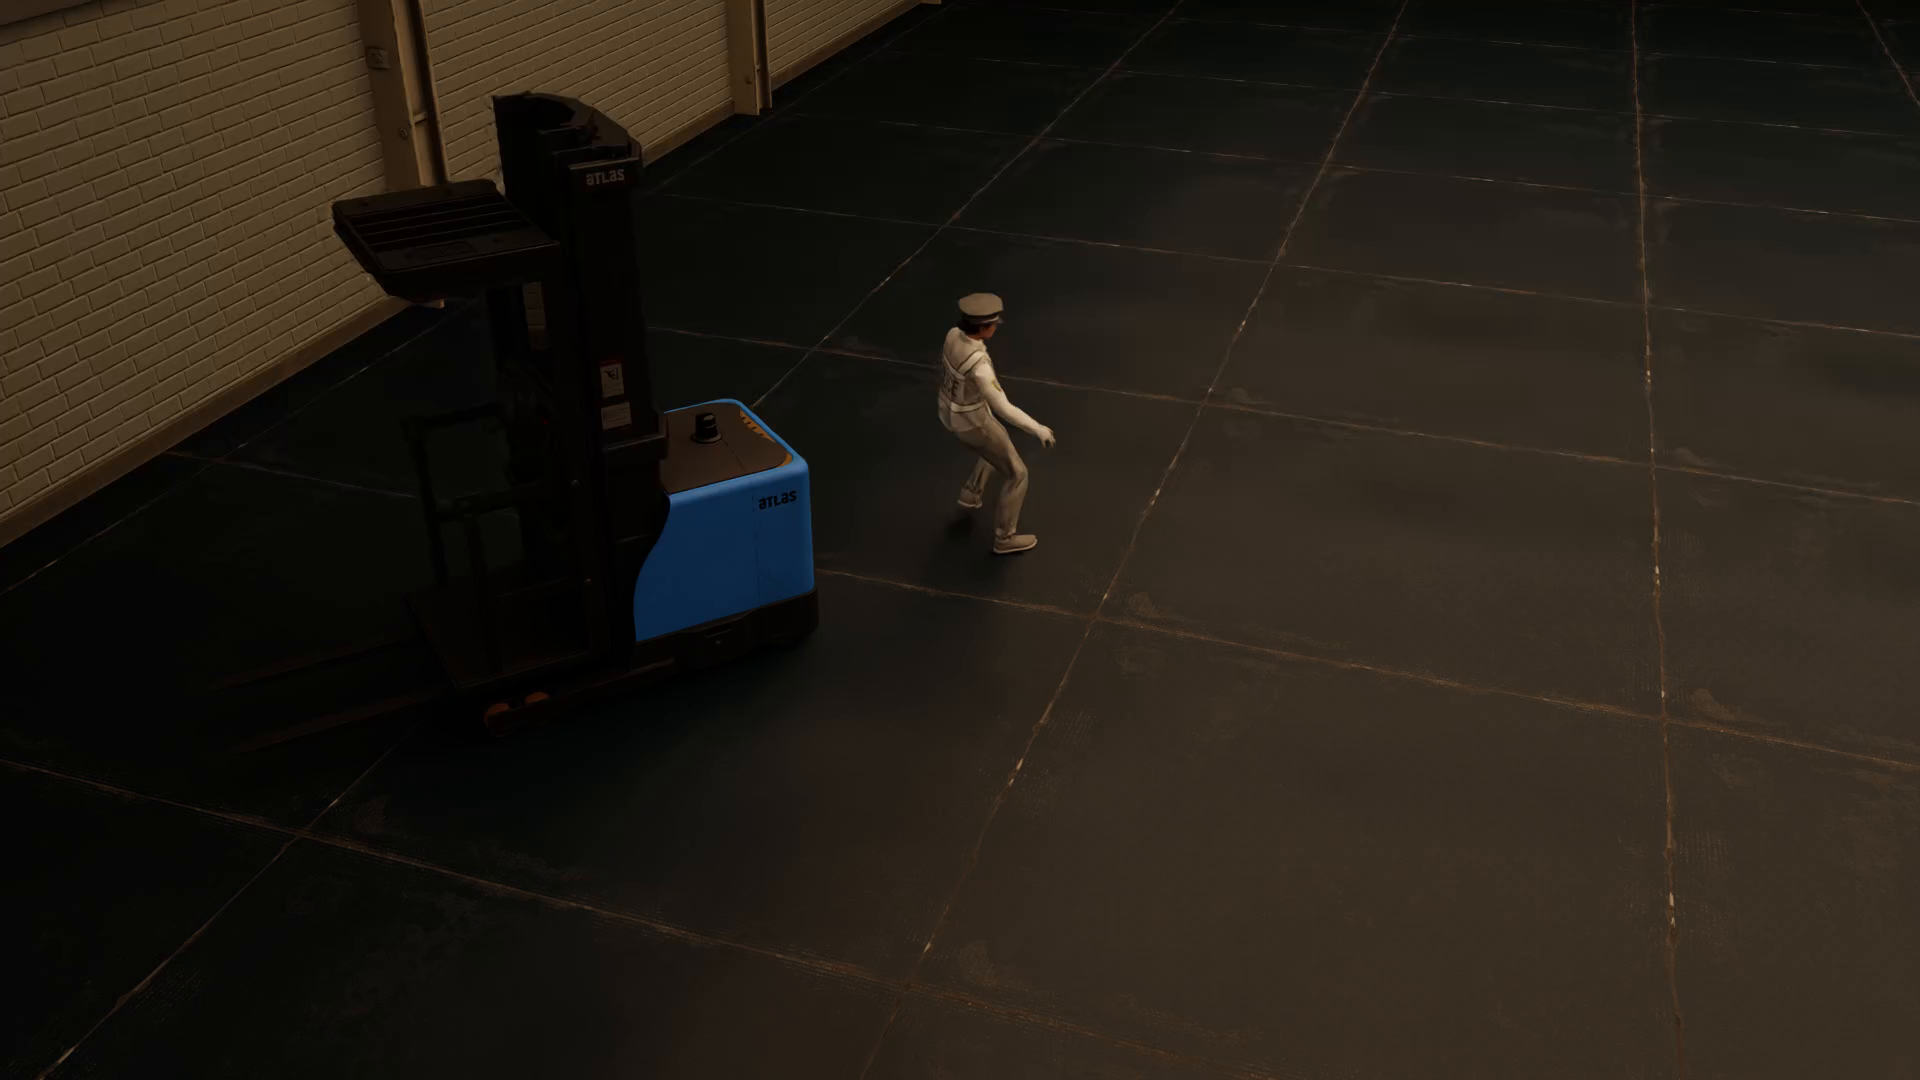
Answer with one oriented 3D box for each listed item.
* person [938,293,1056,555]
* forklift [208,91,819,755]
[{"bbox_3d":[0.183,-0.728,9.812,0.555,1.538,0.716,-11,31,-18],"label":"person"},{"bbox_3d":[-2.310,-0.584,8.160,3.031,2.935,1.130,-16,33,-26],"label":"forklift"}]
